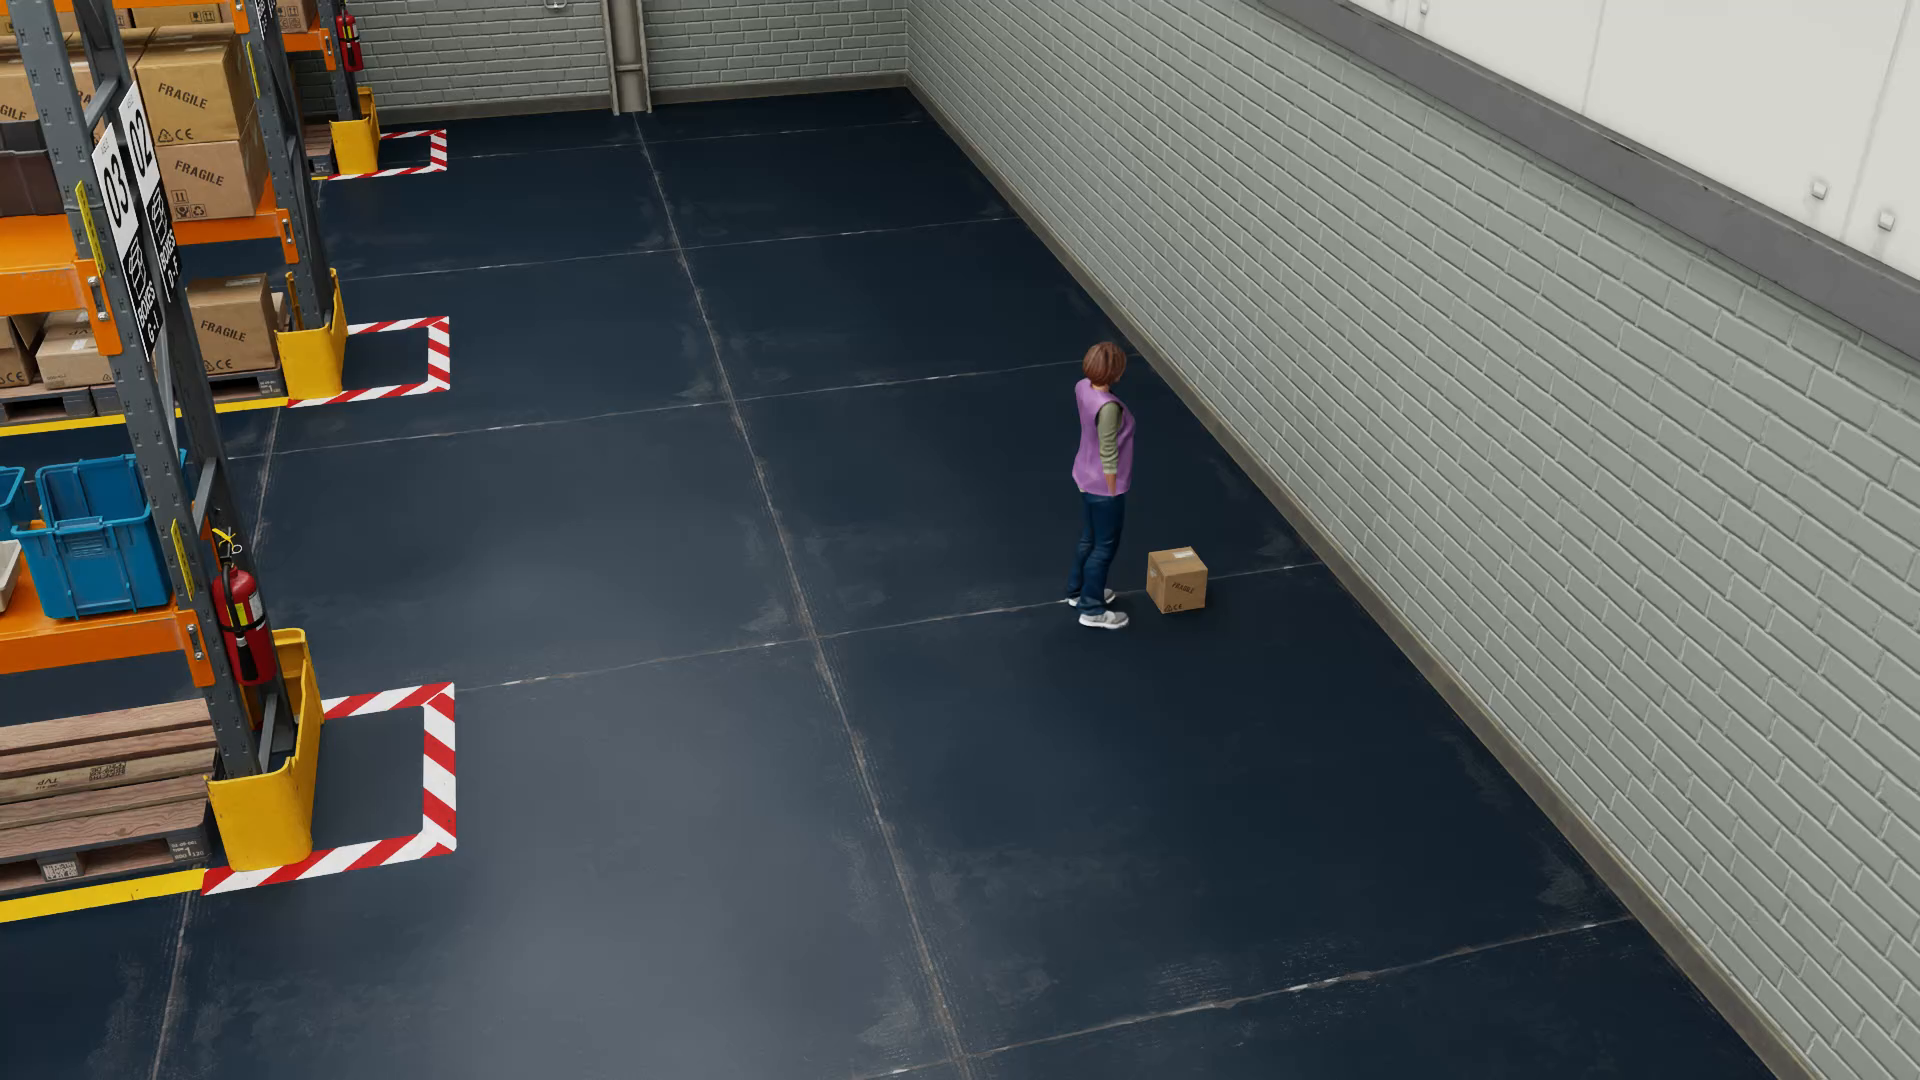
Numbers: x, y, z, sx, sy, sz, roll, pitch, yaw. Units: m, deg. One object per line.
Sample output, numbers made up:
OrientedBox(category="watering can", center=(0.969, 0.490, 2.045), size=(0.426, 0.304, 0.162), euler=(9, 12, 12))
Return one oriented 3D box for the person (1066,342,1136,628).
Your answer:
OrientedBox(category="person", center=(0.742, -0.300, 8.751), size=(0.303, 1.604, 0.408), euler=(-7, 31, -12))
